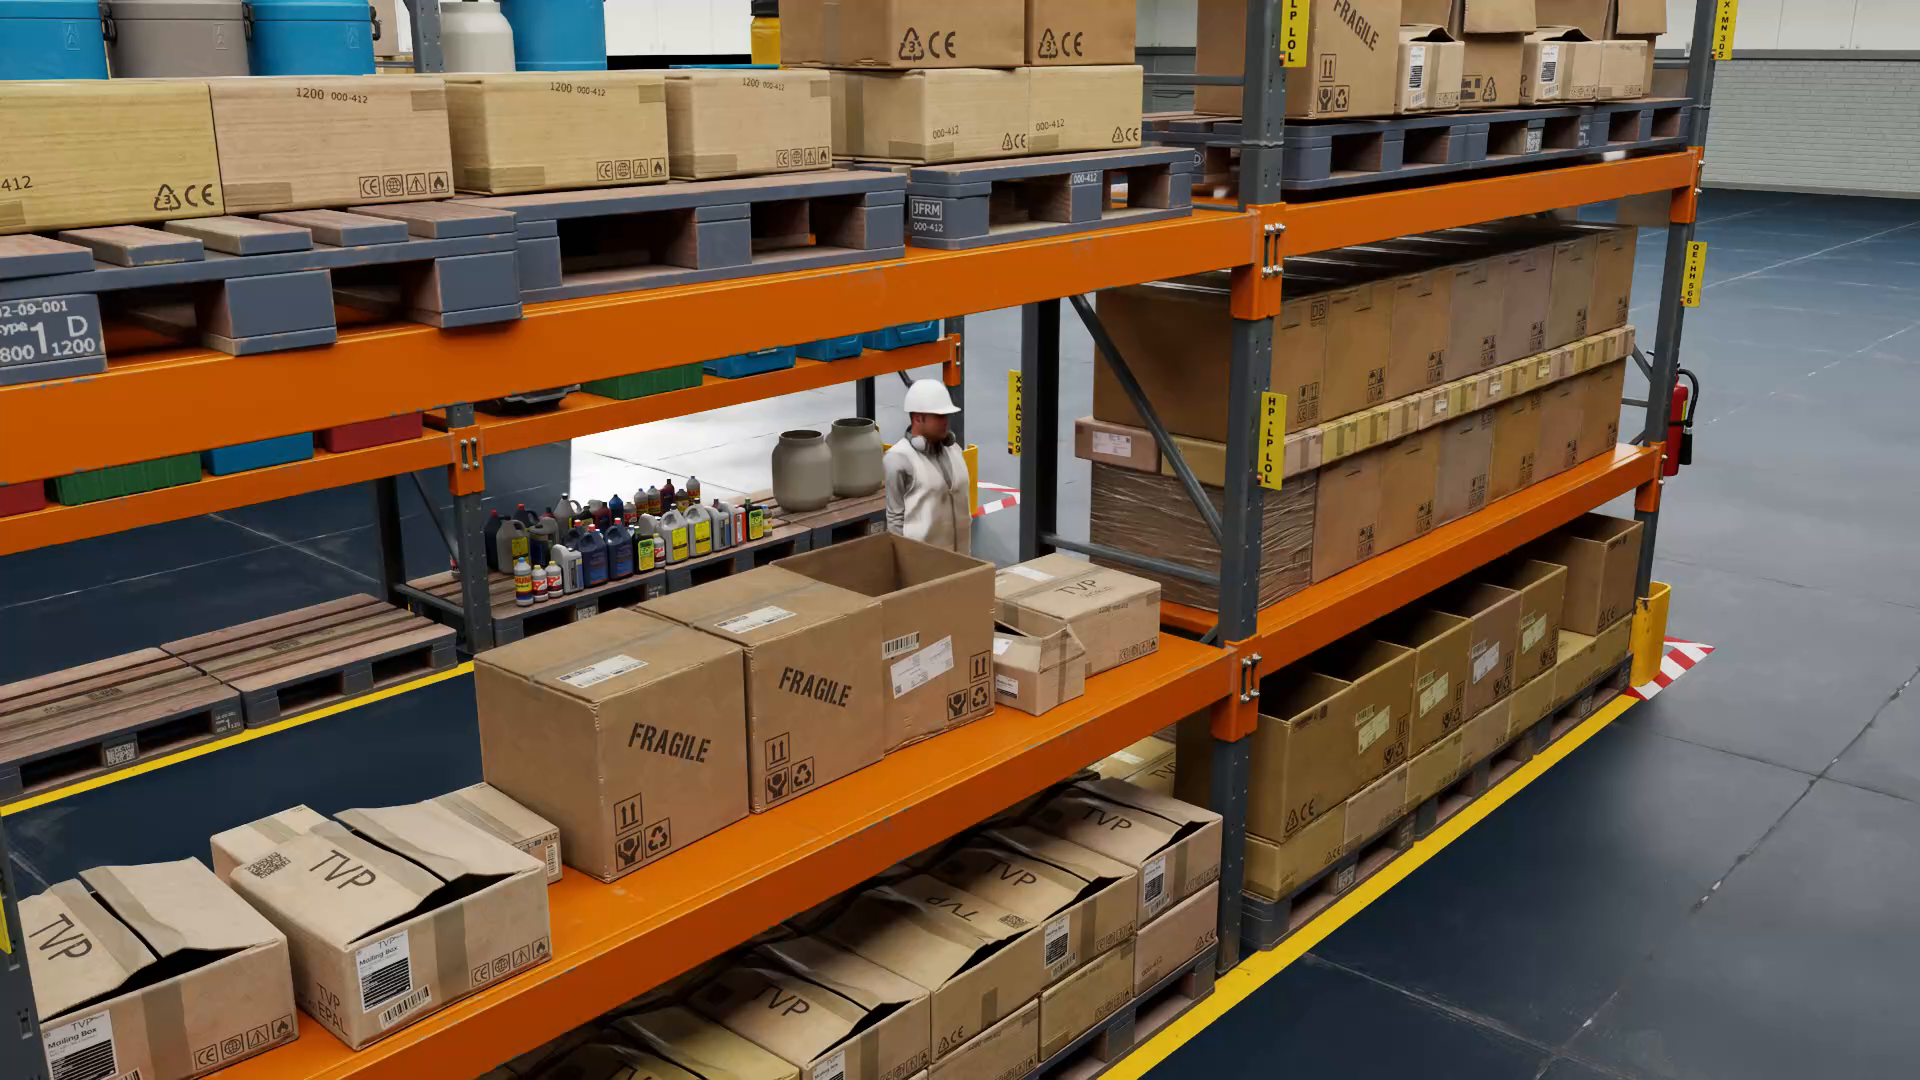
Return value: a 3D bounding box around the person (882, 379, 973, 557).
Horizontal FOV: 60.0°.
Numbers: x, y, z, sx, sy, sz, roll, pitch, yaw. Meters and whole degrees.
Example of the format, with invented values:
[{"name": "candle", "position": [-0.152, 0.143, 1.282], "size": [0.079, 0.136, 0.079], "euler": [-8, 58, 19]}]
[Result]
[{"name": "person", "position": [-0.137, 0.078, 8.254], "size": [0.360, 1.765, 0.532], "euler": [15, 22, 41]}]
